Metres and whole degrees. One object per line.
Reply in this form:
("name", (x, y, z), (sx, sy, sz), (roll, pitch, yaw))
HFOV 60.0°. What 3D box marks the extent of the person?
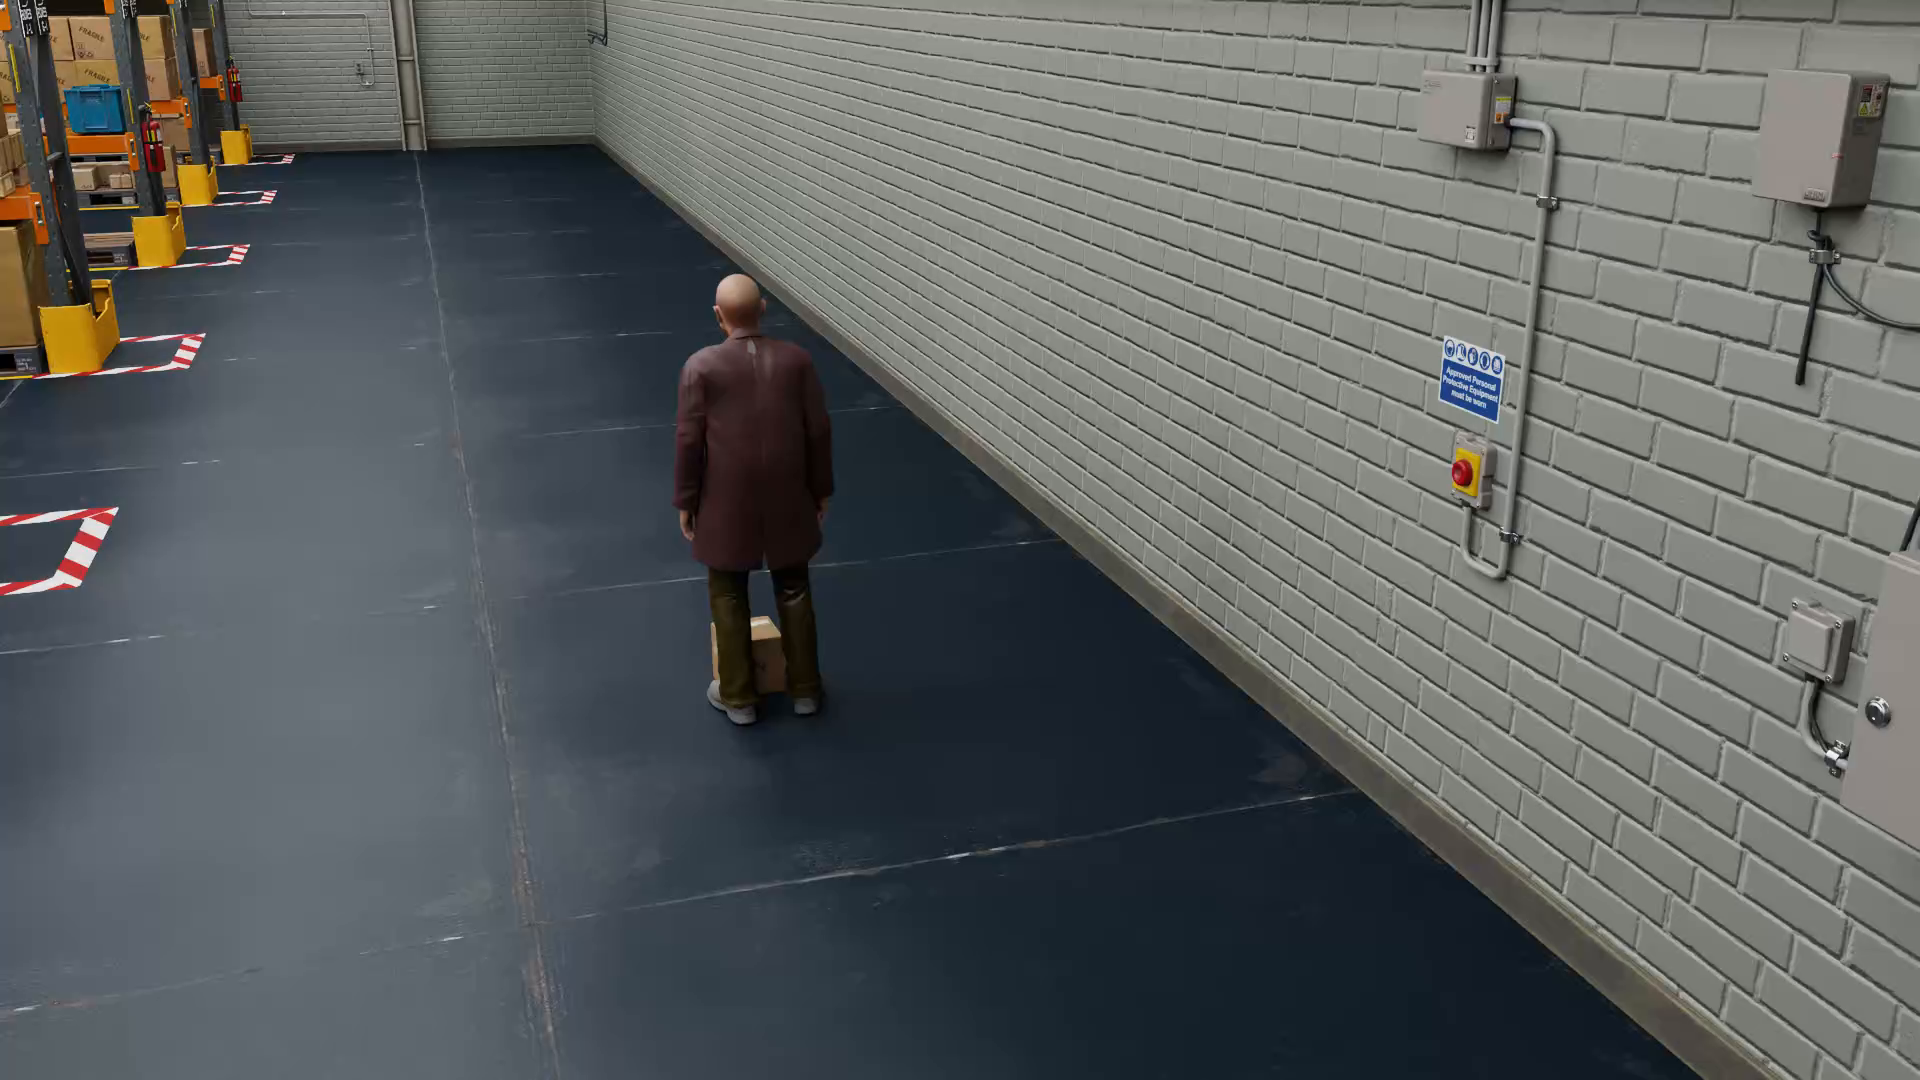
("person", (-0.806, -0.153, 6.534), (0.642, 1.773, 0.428), (-6, 20, -17))
